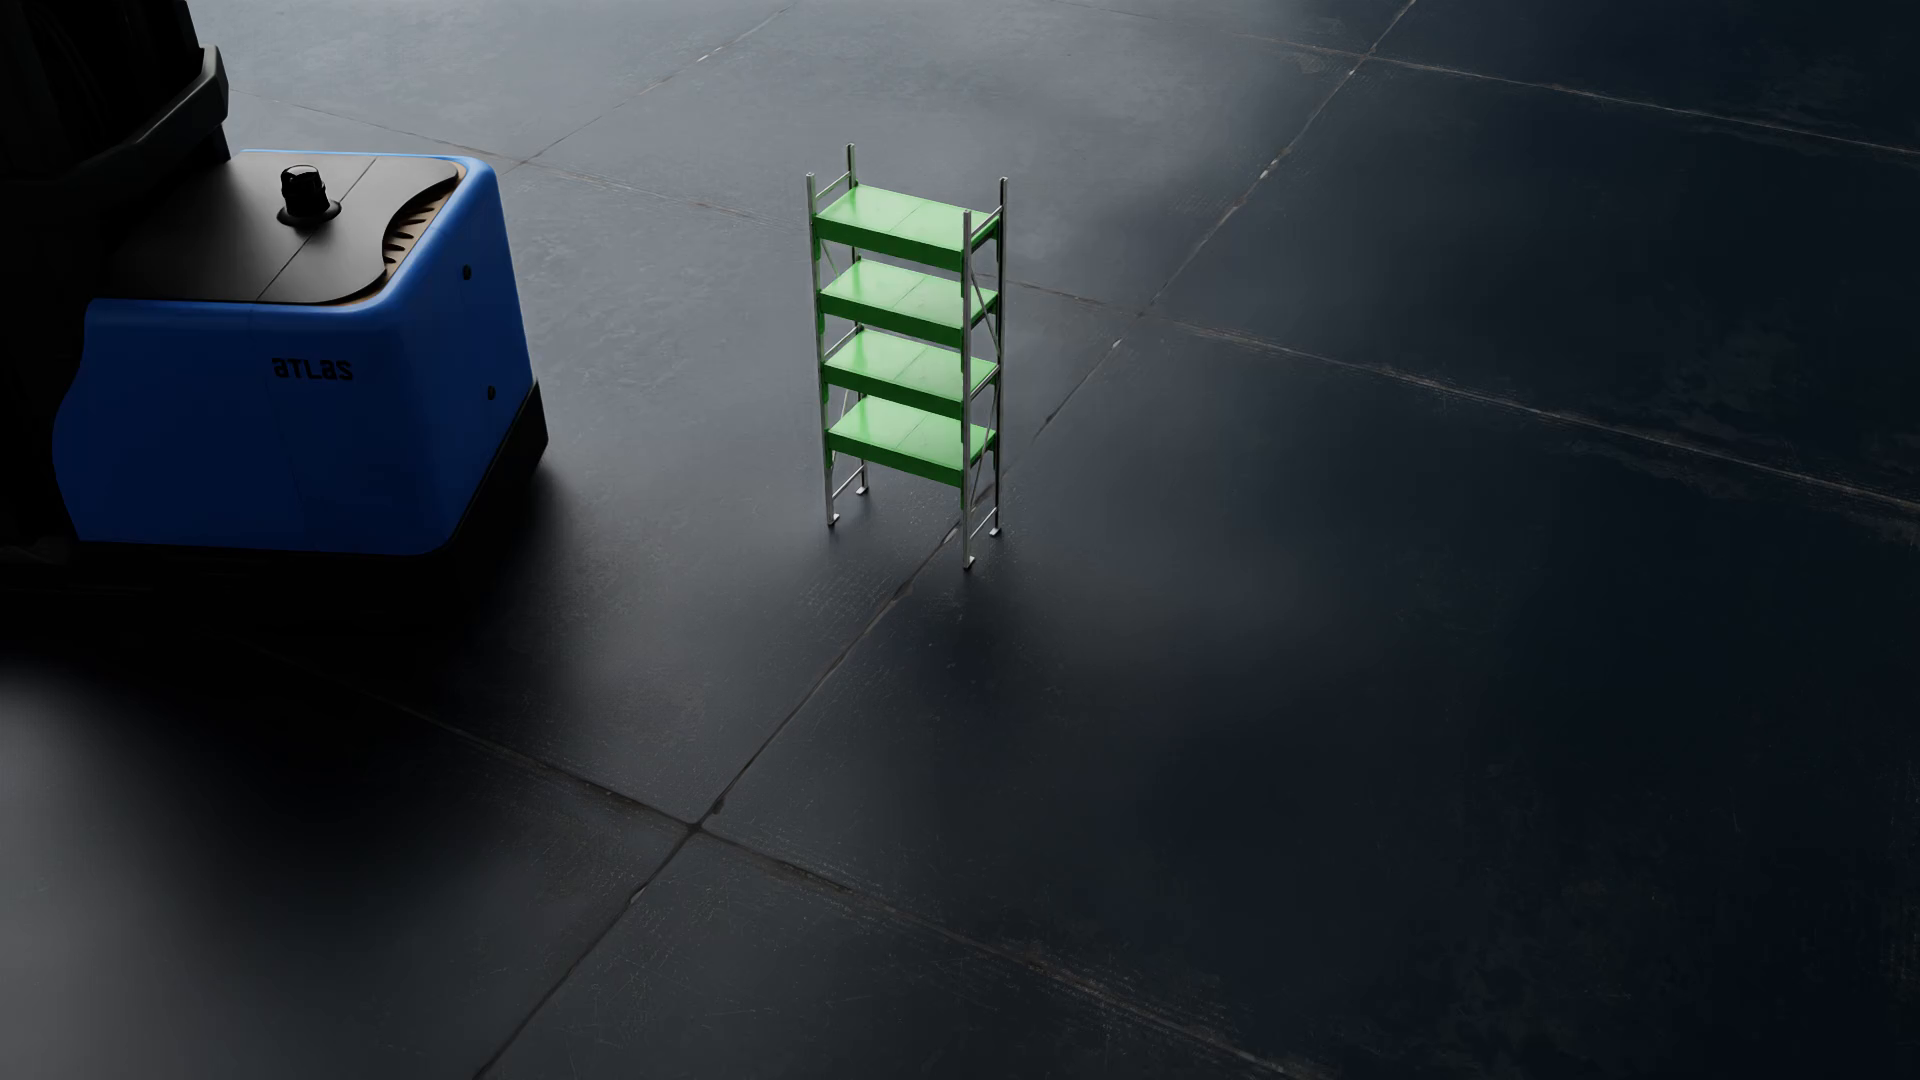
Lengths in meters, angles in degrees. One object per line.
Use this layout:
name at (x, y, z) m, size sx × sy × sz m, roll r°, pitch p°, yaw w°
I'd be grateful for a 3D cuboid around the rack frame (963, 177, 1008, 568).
rack frame at (0.070, -0.456, 4.858) m, size 0.015 × 1.200 × 0.240 m, roll 17°, pitch 41°, yaw 21°

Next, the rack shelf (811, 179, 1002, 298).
rack shelf at (-0.147, -0.855, 4.696) m, size 0.480 × 0.148 × 0.258 m, roll 17°, pitch 41°, yaw 21°

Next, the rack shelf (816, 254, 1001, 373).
rack shelf at (-0.147, -0.664, 4.841) m, size 0.480 × 0.148 × 0.258 m, roll 17°, pitch 41°, yaw 21°

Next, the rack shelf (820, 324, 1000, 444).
rack shelf at (-0.147, -0.473, 4.987) m, size 0.480 × 0.148 × 0.258 m, roll 17°, pitch 41°, yaw 21°

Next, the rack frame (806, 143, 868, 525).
rack frame at (-0.364, -0.592, 5.037) m, size 0.015 × 1.200 × 0.240 m, roll 17°, pitch 41°, yaw 21°

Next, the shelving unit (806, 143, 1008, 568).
shelving unit at (-0.147, -0.524, 4.948) m, size 0.503 × 1.200 × 0.258 m, roll 17°, pitch 41°, yaw 21°

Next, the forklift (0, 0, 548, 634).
forklift at (-2.919, -1.246, 4.467) m, size 3.031 × 2.935 × 1.130 m, roll 3°, pitch 37°, yaw 3°

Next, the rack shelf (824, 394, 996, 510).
rack shelf at (-0.147, -0.282, 5.132) m, size 0.480 × 0.148 × 0.258 m, roll 17°, pitch 41°, yaw 21°
